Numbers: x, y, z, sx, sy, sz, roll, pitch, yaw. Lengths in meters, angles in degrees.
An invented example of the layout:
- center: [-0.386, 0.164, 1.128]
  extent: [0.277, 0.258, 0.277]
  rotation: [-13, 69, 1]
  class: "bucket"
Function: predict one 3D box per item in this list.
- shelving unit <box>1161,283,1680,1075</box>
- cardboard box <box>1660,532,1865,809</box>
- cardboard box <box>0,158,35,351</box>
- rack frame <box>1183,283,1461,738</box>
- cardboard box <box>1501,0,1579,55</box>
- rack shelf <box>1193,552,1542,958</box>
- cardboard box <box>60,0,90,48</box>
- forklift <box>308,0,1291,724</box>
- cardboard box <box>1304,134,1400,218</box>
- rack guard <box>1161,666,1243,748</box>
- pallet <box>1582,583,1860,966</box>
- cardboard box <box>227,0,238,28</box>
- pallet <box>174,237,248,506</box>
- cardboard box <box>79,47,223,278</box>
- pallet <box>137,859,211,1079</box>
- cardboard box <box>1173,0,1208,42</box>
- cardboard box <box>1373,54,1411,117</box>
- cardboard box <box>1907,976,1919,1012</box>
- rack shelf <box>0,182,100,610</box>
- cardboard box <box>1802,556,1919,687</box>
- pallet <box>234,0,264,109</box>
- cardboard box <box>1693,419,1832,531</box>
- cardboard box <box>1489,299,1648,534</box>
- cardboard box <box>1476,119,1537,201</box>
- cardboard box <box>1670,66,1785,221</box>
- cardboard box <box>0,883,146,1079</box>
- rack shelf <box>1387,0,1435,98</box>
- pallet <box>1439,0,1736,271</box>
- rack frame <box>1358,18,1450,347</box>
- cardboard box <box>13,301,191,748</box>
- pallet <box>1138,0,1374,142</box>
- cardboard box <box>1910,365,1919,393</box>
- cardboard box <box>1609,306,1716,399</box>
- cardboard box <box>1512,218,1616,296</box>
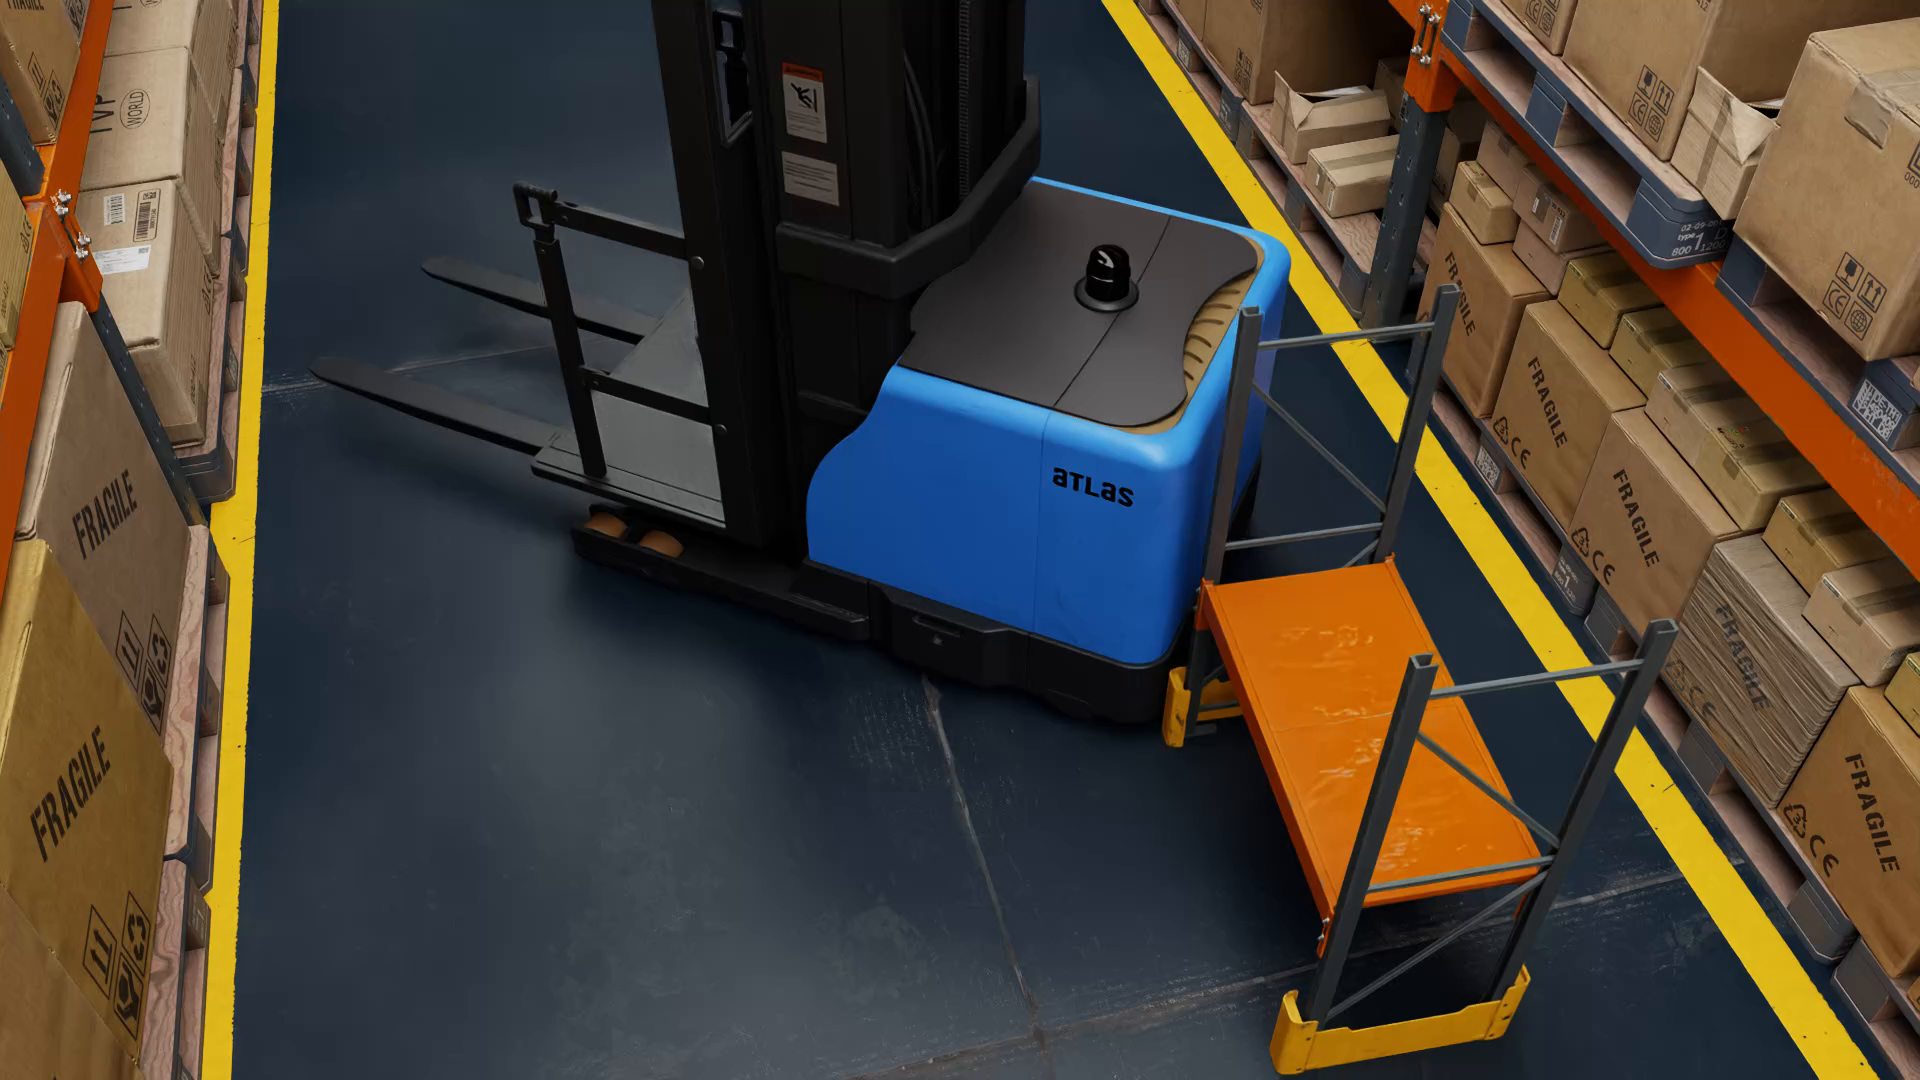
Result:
- center: [0.954, 0.345, 3.862]
  extent: [0.587, 1.500, 1.083]
  rotation: [-7, 46, -7]
  class: "shelving unit"
- center: [2.239, 0.300, 4.312]
  extent: [0.500, 0.500, 0.500]
  rotation: [-12, 47, -12]
  class: "cardboard box"
- center: [-2.502, -0.648, 3.889]
  extent: [0.500, 0.250, 0.500]
  rotation: [-12, 47, -11]
  class: "cardboard box"
- center: [0.864, -0.006, 4.206]
  extent: [0.500, 1.500, 0.032]
  rotation: [-7, 46, -7]
  class: "rack frame"
- center: [1.844, -1.681, 4.433]
  extent: [0.700, 0.500, 0.500]
  rotation: [-10, 46, -9]
  class: "cardboard box"
- center: [0.955, 0.477, 3.984]
  extent: [0.538, 0.185, 1.000]
  rotation: [-7, 46, -7]
  class: "rack shelf"
- center: [-2.852, -1.719, 4.764]
  extent: [0.500, 0.500, 0.500]
  rotation: [-10, 47, -10]
  class: "cardboard box"
- center: [-0.639, -1.218, 4.391]
  extent: [3.031, 2.935, 1.130]
  rotation: [18, 48, 16]
  class: "forklift"
- center: [1.510, -1.354, 6.179]
  extent: [0.380, 0.149, 0.250]
  rotation: [-12, 47, -12]
  class: "cardboard box"
- center: [0.864, 0.432, 4.651]
  extent: [0.587, 0.250, 0.087]
  rotation: [-7, 46, -7]
  class: "rack guard"
- center: [2.497, 0.501, 4.612]
  extent: [1.003, 0.211, 1.213]
  rotation: [-11, 47, -10]
  class: "pallet"
- center: [-3.619, -2.538, 7.137]
  extent: [0.875, 0.438, 0.875]
  rotation: [-12, 47, -12]
  class: "cardboard box"
- center: [-2.980, -0.527, 5.619]
  extent: [1.003, 0.211, 1.213]
  rotation: [-11, 47, -10]
  class: "pallet"
- center: [-3.147, -1.285, 5.909]
  extent: [0.875, 0.438, 0.875]
  rotation: [-12, 47, -11]
  class: "cardboard box"
- center: [-2.274, 1.375, 3.755]
  extent: [1.003, 0.211, 1.213]
  rotation: [-11, 47, -10]
  class: "pallet"
- center: [1.198, -2.487, 7.044]
  extent: [0.500, 0.500, 0.500]
  rotation: [-10, 46, -10]
  class: "cardboard box"
- center: [1.885, -1.822, 6.637]
  extent: [0.380, 0.149, 0.250]
  rotation: [-11, 47, -11]
  class: "cardboard box"
- center: [2.527, 1.016, 3.611]
  extent: [0.500, 0.500, 0.500]
  rotation: [-11, 47, -11]
  class: "cardboard box"
- center: [-2.348, 0.669, 2.998]
  extent: [1.077, 0.370, 4.000]
  rotation: [-11, 47, -10]
  class: "rack shelf"
- center: [2.277, 0.173, 3.982]
  extent: [0.380, 0.149, 0.250]
  rotation: [-13, 47, -12]
  class: "cardboard box"
- center: [-3.604, -2.212, 7.270]
  extent: [1.003, 0.211, 1.213]
  rotation: [-11, 47, -10]
  class: "pallet"
- center: [2.166, -0.187, 4.335]
  extent: [0.380, 0.149, 0.250]
  rotation: [-9, 46, -9]
  class: "cardboard box"
- center: [1.989, -0.405, 5.003]
  extent: [0.500, 0.500, 0.500]
  rotation: [-11, 47, -11]
  class: "cardboard box"
- center: [1.830, -1.192, 5.112]
  extent: [0.380, 0.149, 0.250]
  rotation: [-11, 47, -11]
  class: "cardboard box"
- center: [1.922, -0.944, 3.875]
  extent: [0.396, 0.266, 0.258]
  rotation: [-9, 46, -8]
  class: "cardboard box"
- center: [-2.157, 1.286, 3.083]
  extent: [0.875, 0.875, 0.875]
  rotation: [-10, 46, -10]
  class: "cardboard box"
- center: [1.425, -3.003, 6.596]
  extent: [1.077, 0.370, 4.000]
  rotation: [-11, 47, -10]
  class: "rack shelf"
- center: [2.036, -1.235, 4.495]
  extent: [1.003, 0.211, 1.213]
  rotation: [-11, 47, -10]
  class: "pallet"
- center: [1.937, -1.874, 4.986]
  extent: [1.000, 3.000, 0.127]
  rotation: [-11, 47, -10]
  class: "rack frame"
- center: [-2.624, 0.046, 4.298]
  extent: [0.875, 0.875, 0.875]
  rotation: [-9, 46, -9]
  class: "cardboard box"
- center: [1.446, -2.216, 7.274]
  extent: [1.003, 0.211, 1.213]
  rotation: [-11, 47, -10]
  class: "pallet"
- center: [2.364, -0.389, 3.164]
  extent: [0.797, 0.503, 0.637]
  rotation: [-12, 47, -11]
  class: "cardboard box"
- center: [2.077, -0.538, 4.679]
  extent: [0.380, 0.149, 0.250]
  rotation: [-11, 47, -11]
  class: "cardboard box"
- center: [1.917, -0.900, 5.033]
  extent: [0.380, 0.149, 0.250]
  rotation: [-12, 47, -11]
  class: "cardboard box"
